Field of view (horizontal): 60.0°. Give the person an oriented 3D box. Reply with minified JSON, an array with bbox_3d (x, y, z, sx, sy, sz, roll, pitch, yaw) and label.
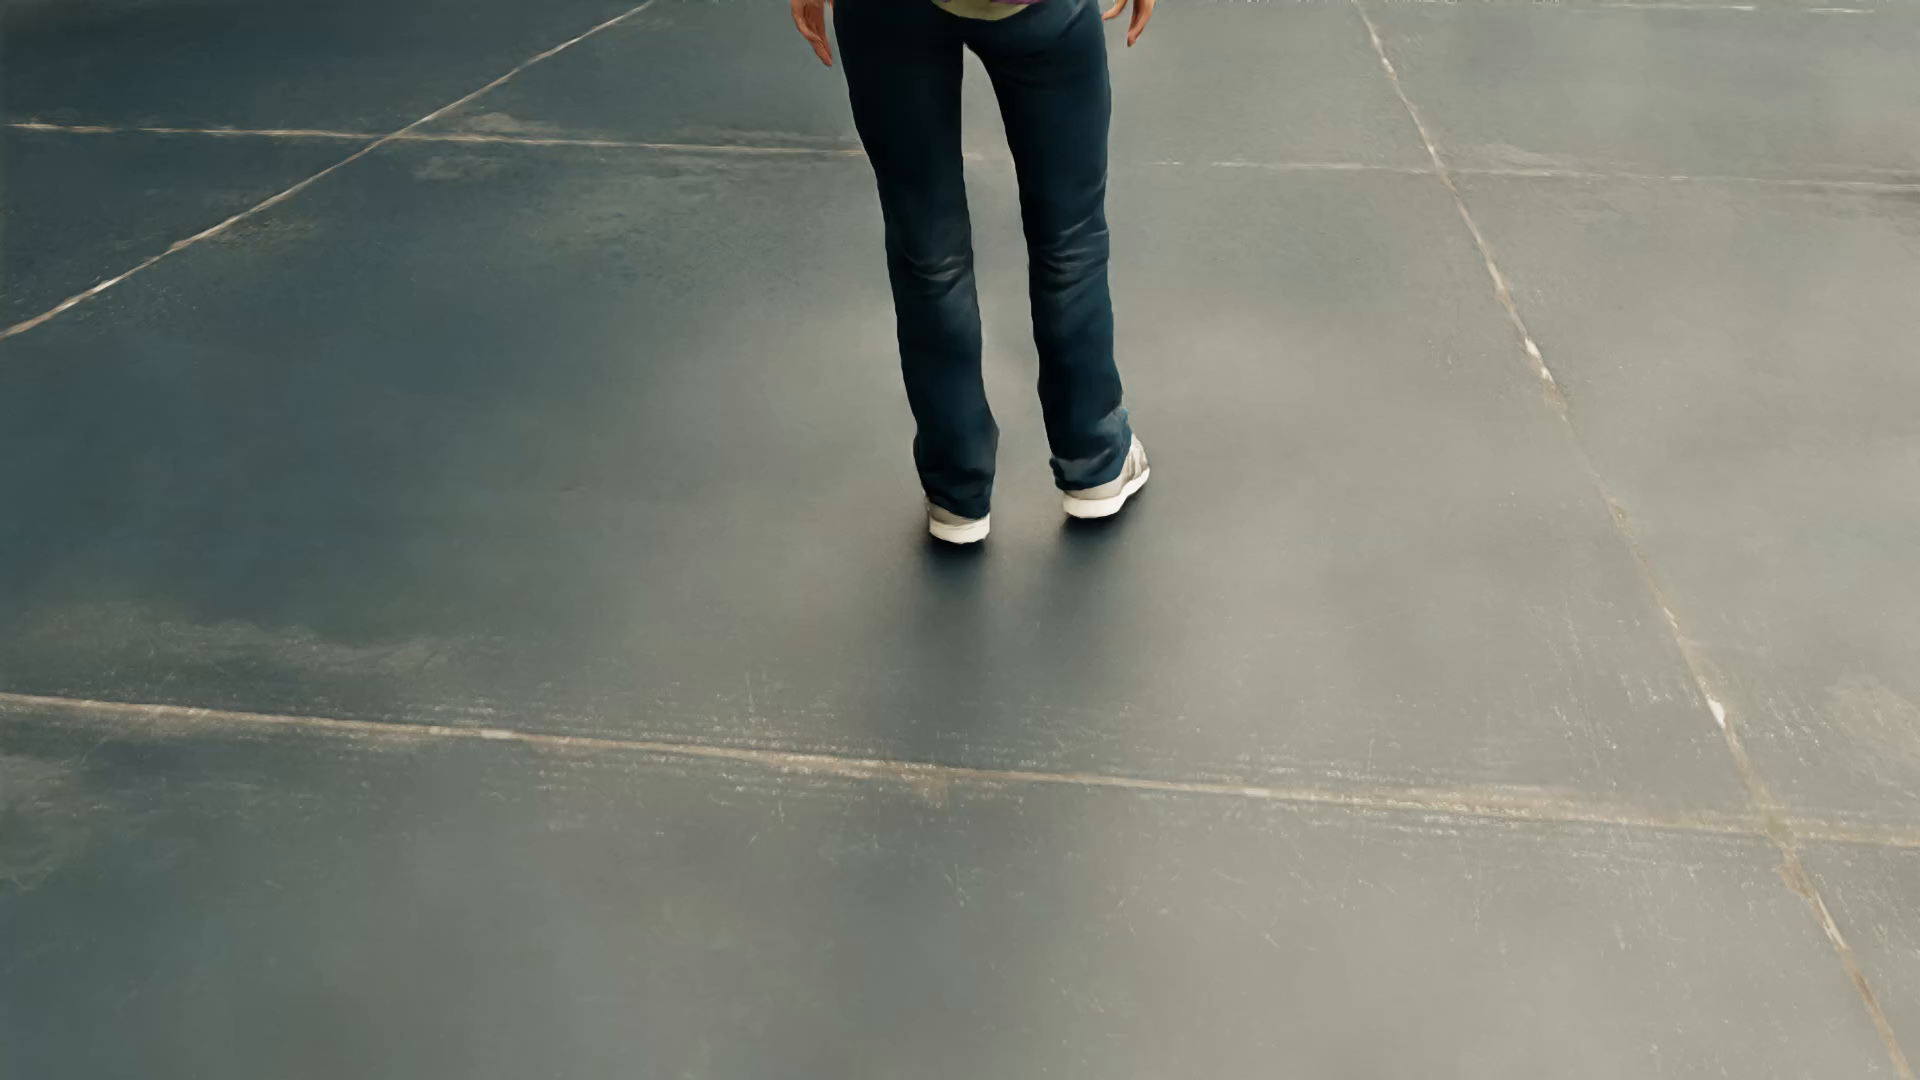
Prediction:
[{"bbox_3d":[0.025,-0.753,2.204,0.517,1.597,0.474,3,27,7],"label":"person"}]
